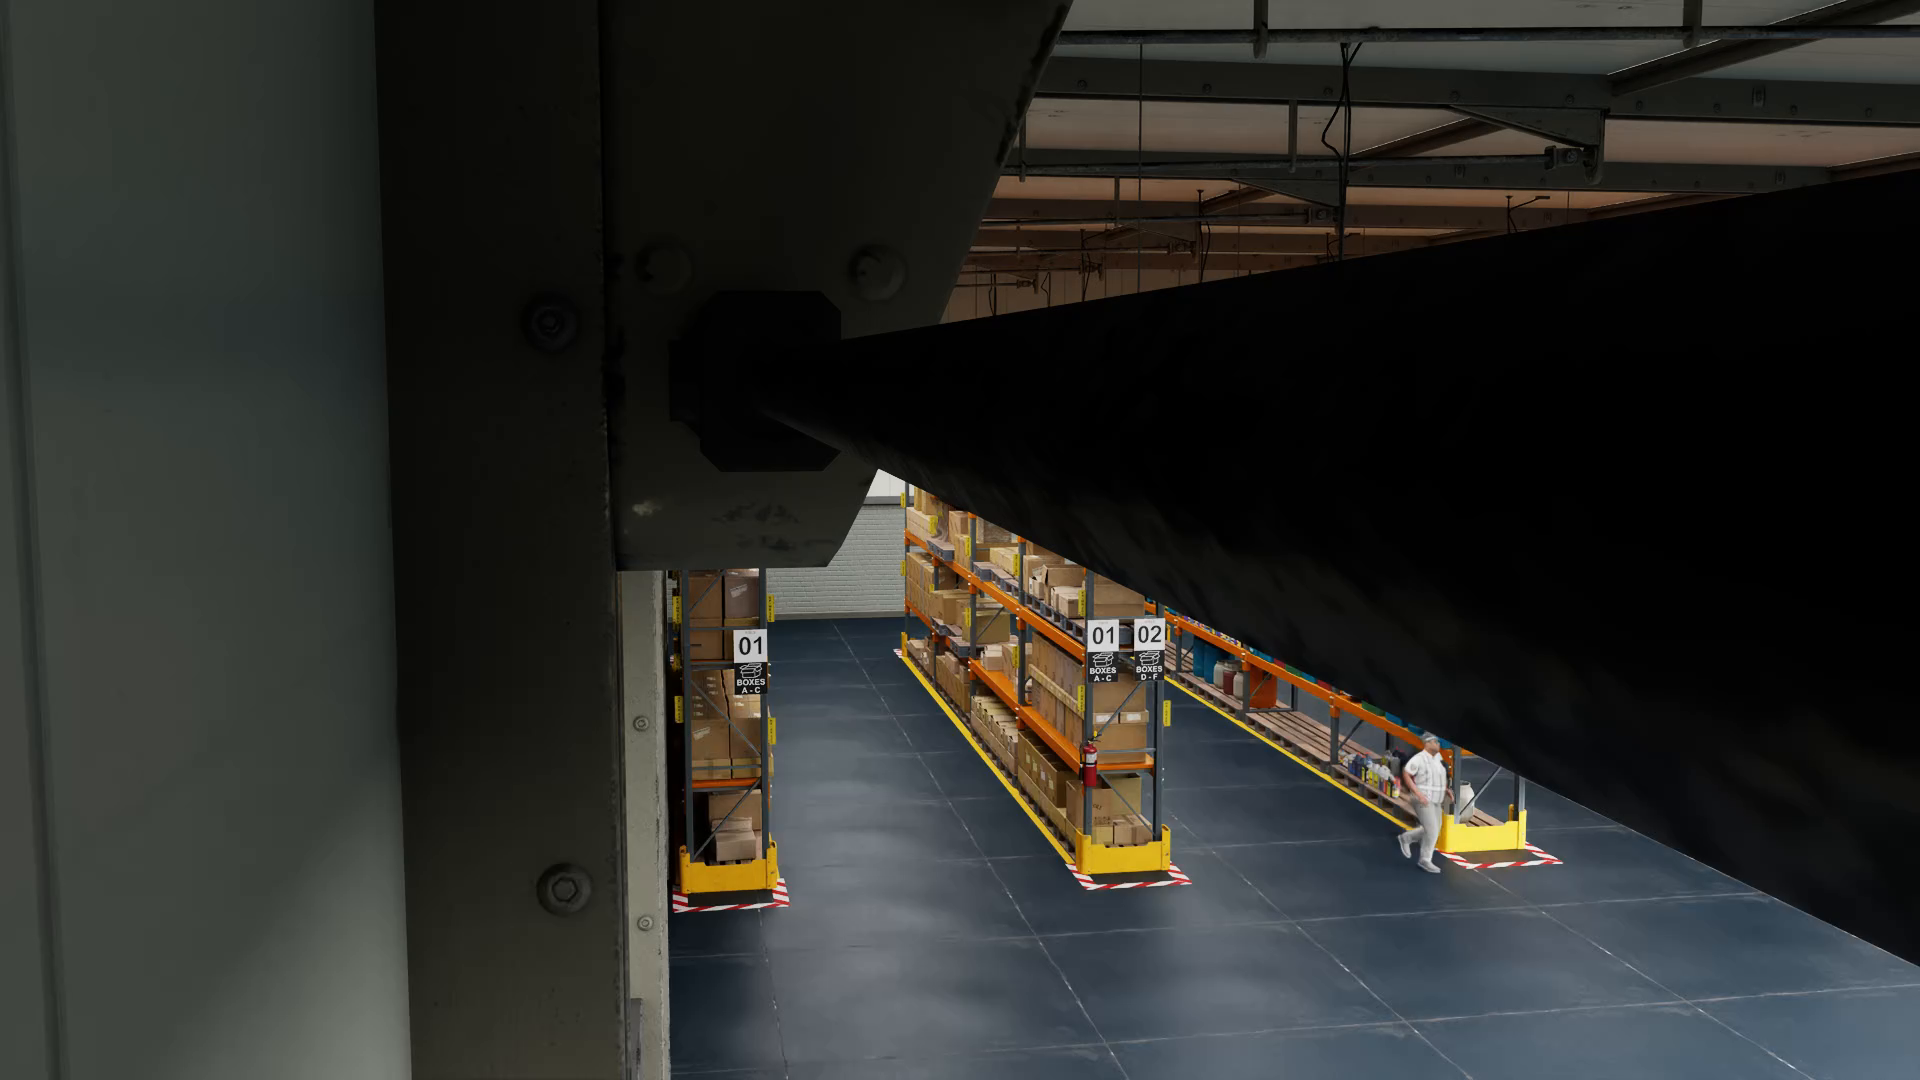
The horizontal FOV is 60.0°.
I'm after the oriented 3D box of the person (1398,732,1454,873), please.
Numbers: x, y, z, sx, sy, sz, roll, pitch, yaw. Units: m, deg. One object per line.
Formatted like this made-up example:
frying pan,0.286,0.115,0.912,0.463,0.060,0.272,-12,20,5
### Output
person,5.920,3.285,21.175,0.716,1.750,0.689,-5,8,-41
